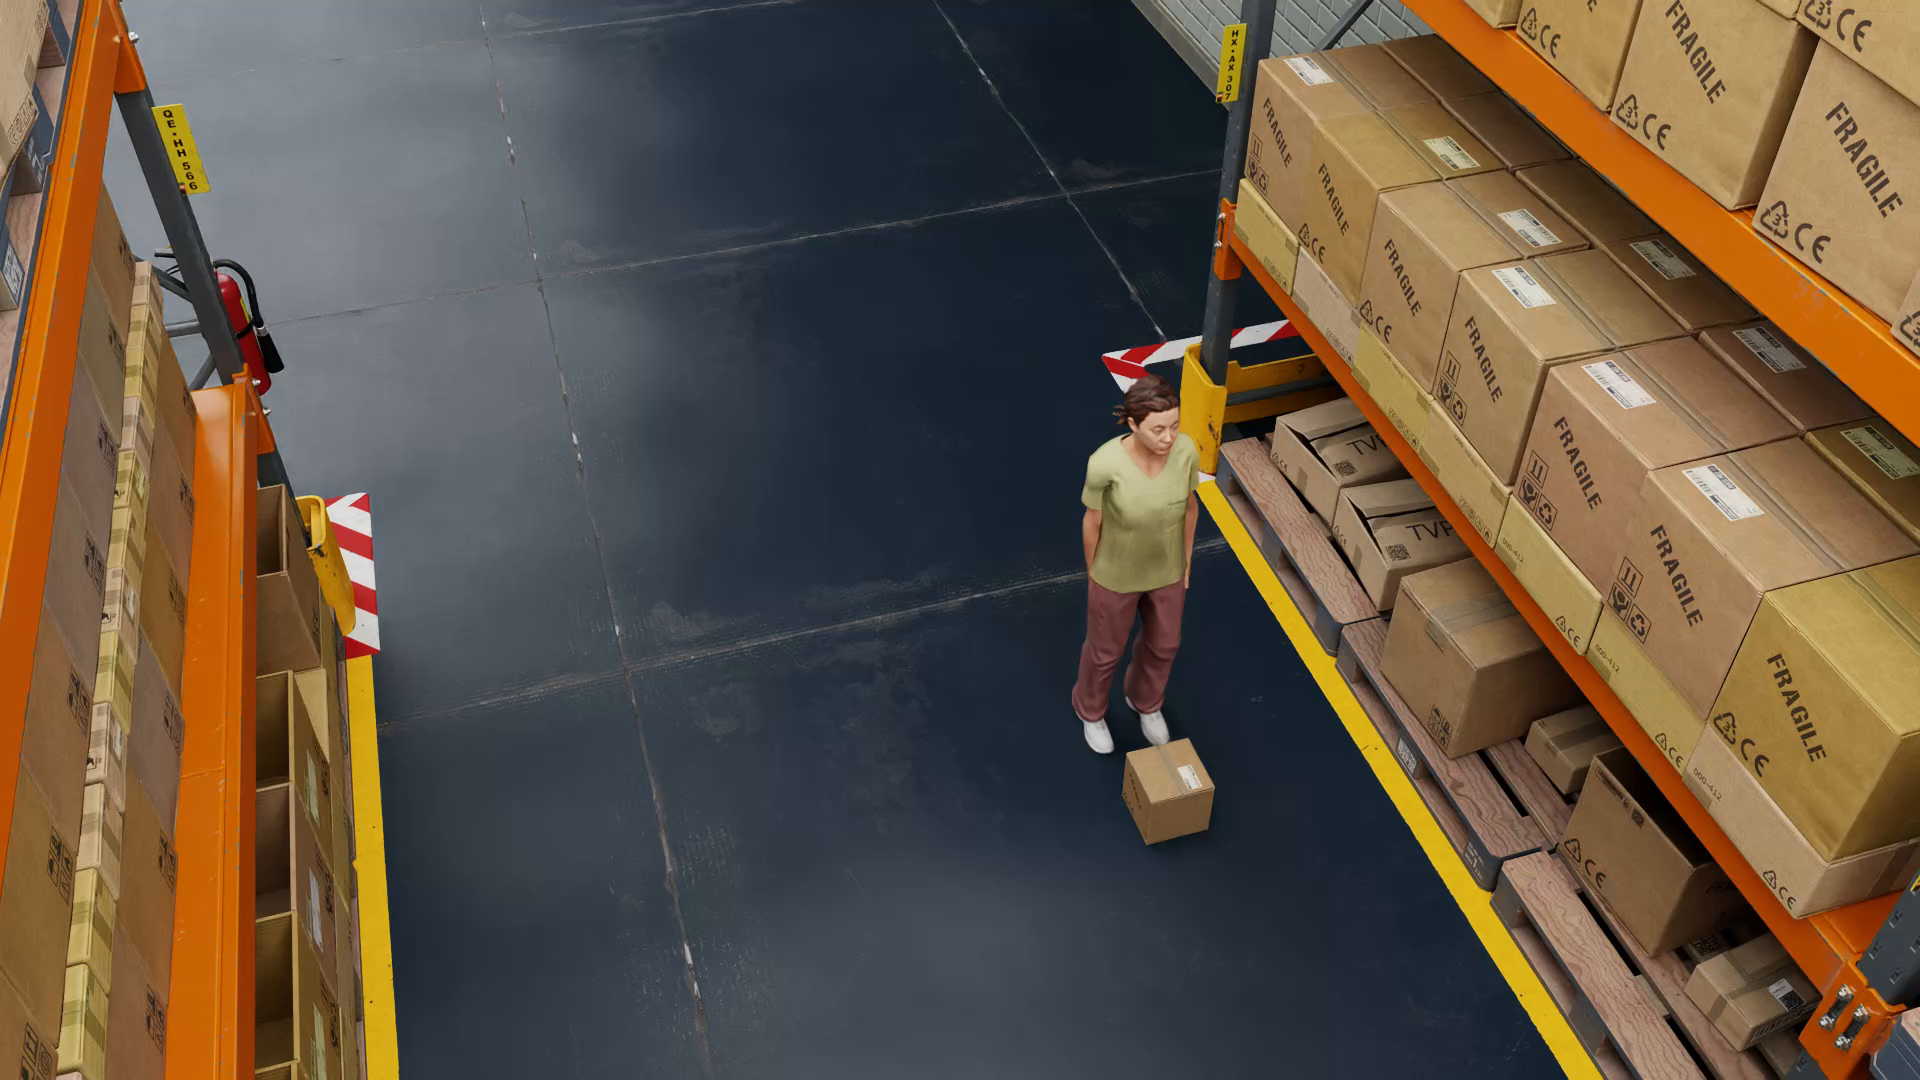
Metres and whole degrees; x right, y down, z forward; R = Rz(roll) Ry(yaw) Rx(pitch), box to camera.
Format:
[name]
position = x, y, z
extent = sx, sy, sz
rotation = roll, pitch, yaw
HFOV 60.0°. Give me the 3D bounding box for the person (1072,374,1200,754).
[person]
position = 0.649, 0.101, 6.058
extent = 0.439, 1.668, 0.363
rotation = -11, 44, -12
